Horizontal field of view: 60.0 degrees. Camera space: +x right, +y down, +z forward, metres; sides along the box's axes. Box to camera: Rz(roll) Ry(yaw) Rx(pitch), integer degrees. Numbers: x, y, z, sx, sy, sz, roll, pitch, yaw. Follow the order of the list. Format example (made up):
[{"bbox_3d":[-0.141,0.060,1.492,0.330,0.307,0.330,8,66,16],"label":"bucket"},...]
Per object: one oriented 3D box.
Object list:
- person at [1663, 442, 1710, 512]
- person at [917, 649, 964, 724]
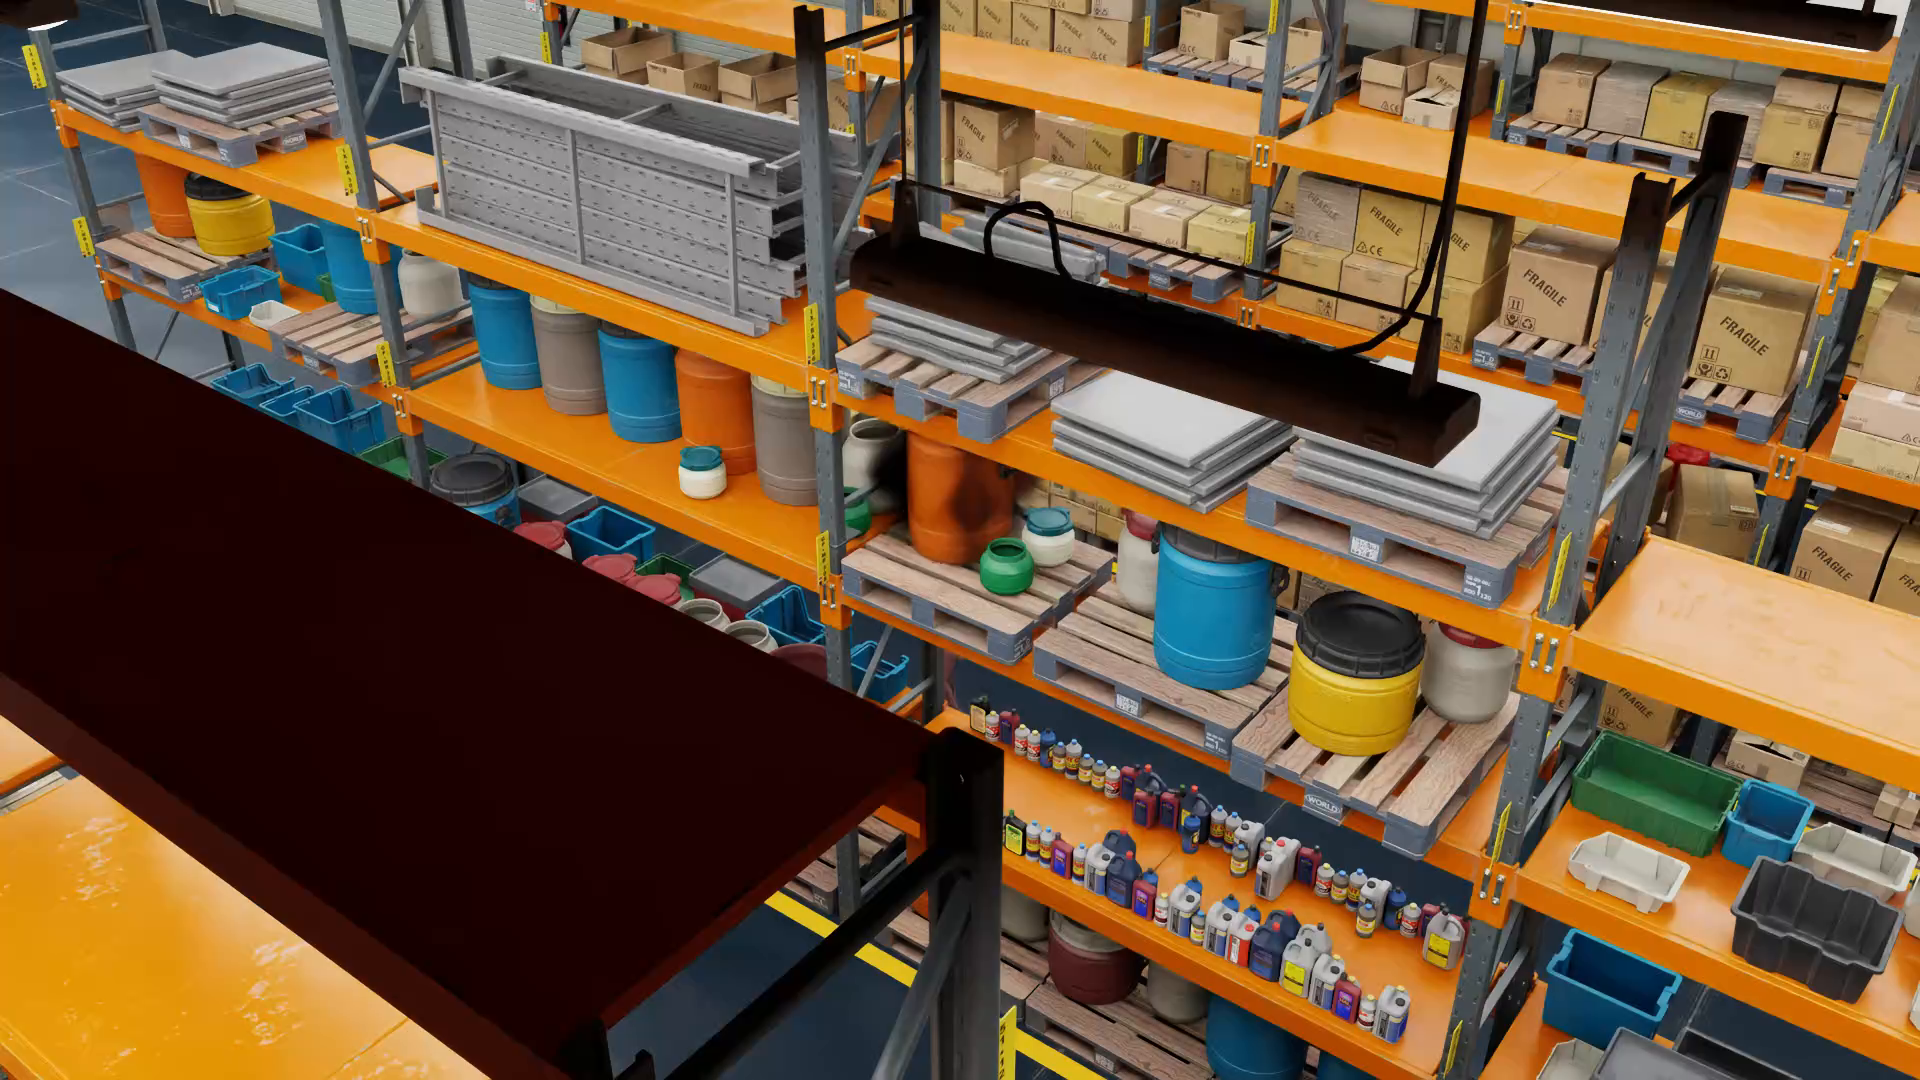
[{"bbox_3d":[6.048,-0.373,14.234,1.078,1.659,0.710,25,39,35],"label":"person"},{"bbox_3d":[-0.129,0.722,12.508,0.424,1.705,0.476,-14,34,-22],"label":"person"}]
